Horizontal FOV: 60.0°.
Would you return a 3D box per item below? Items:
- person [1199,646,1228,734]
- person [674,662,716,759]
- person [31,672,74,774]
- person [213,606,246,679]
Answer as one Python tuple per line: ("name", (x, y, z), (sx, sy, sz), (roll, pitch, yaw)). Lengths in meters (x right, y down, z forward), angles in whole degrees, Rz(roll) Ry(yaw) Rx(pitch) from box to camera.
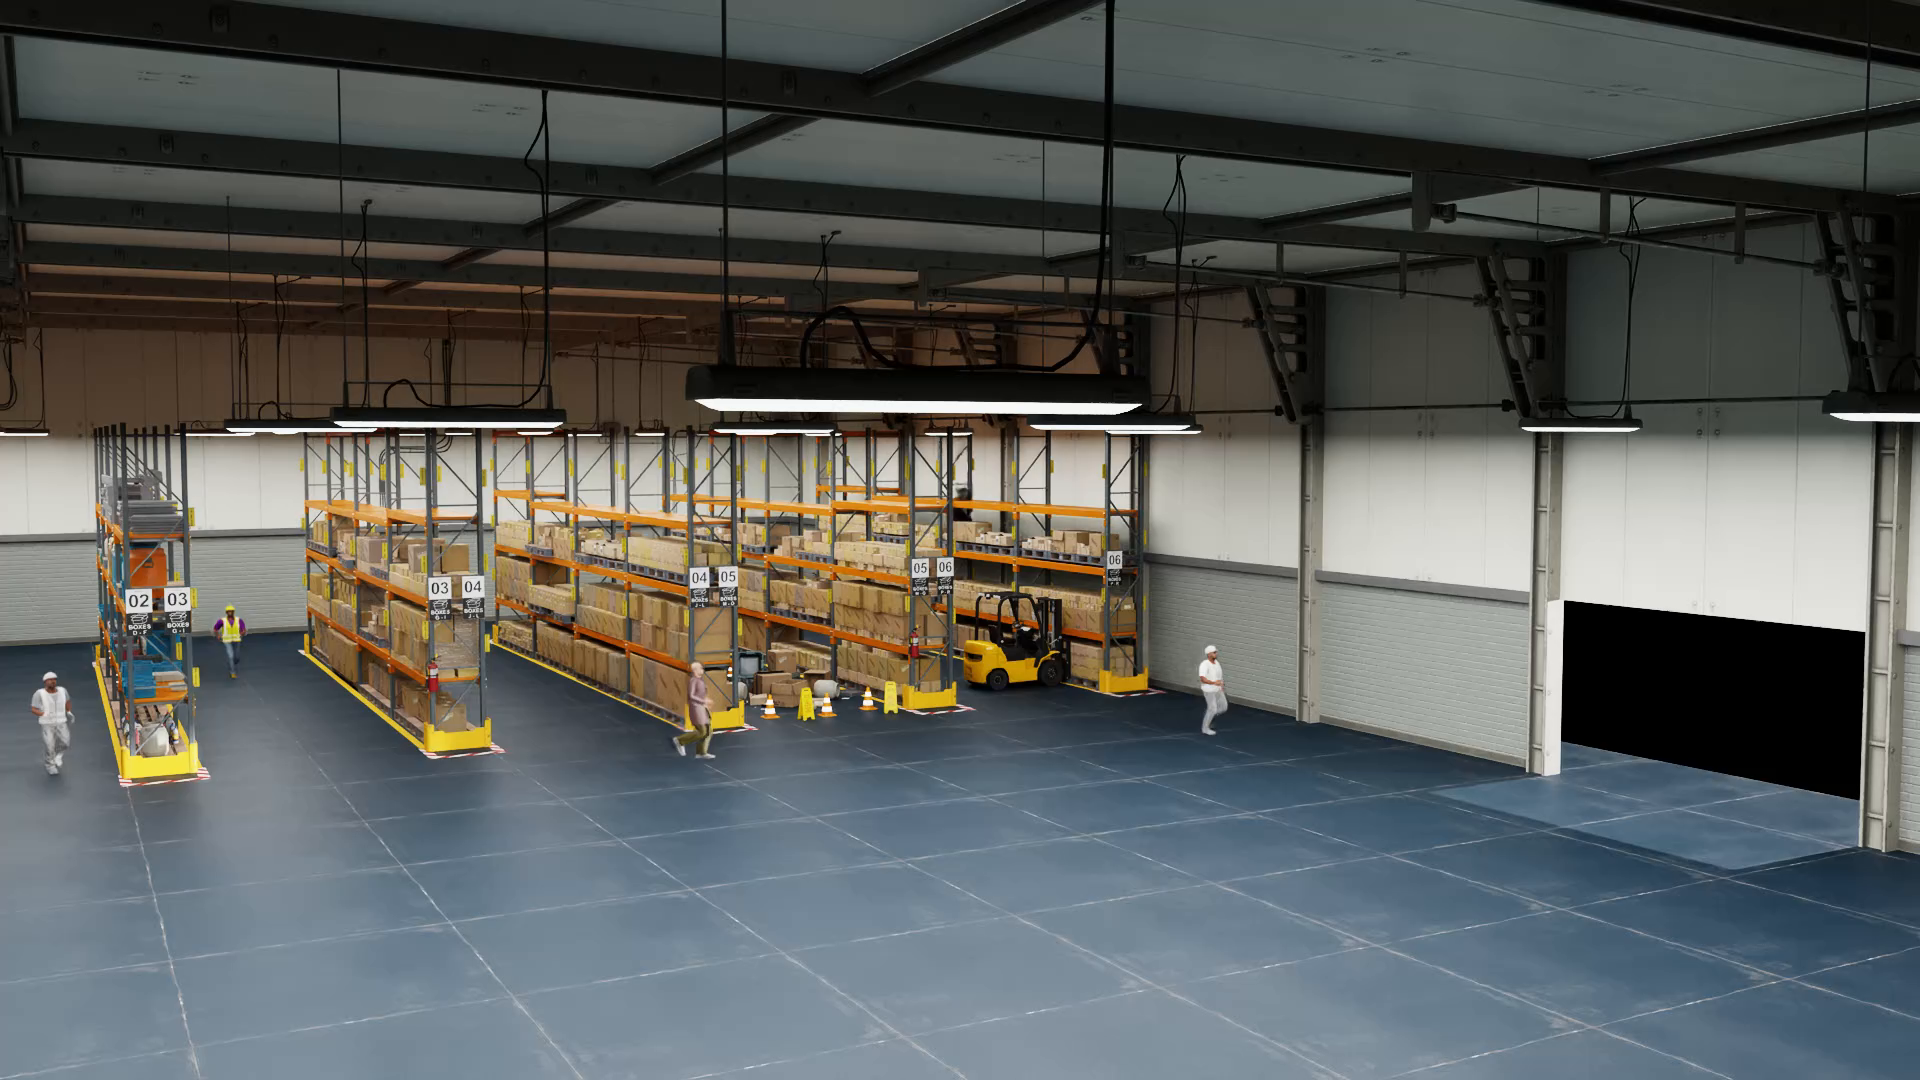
("person", (4.924, 2.905, 32.210), (0.582, 1.724, 0.692), (3, 5, 42))
("person", (-4.732, 3.146, 29.716), (0.750, 1.544, 0.709), (0, 3, 1))
("person", (-15.472, 3.129, 28.401), (0.571, 1.739, 0.667), (3, 5, 44))
("person", (-17.473, 2.442, 39.847), (0.715, 1.740, 0.854), (-3, 4, -37))
